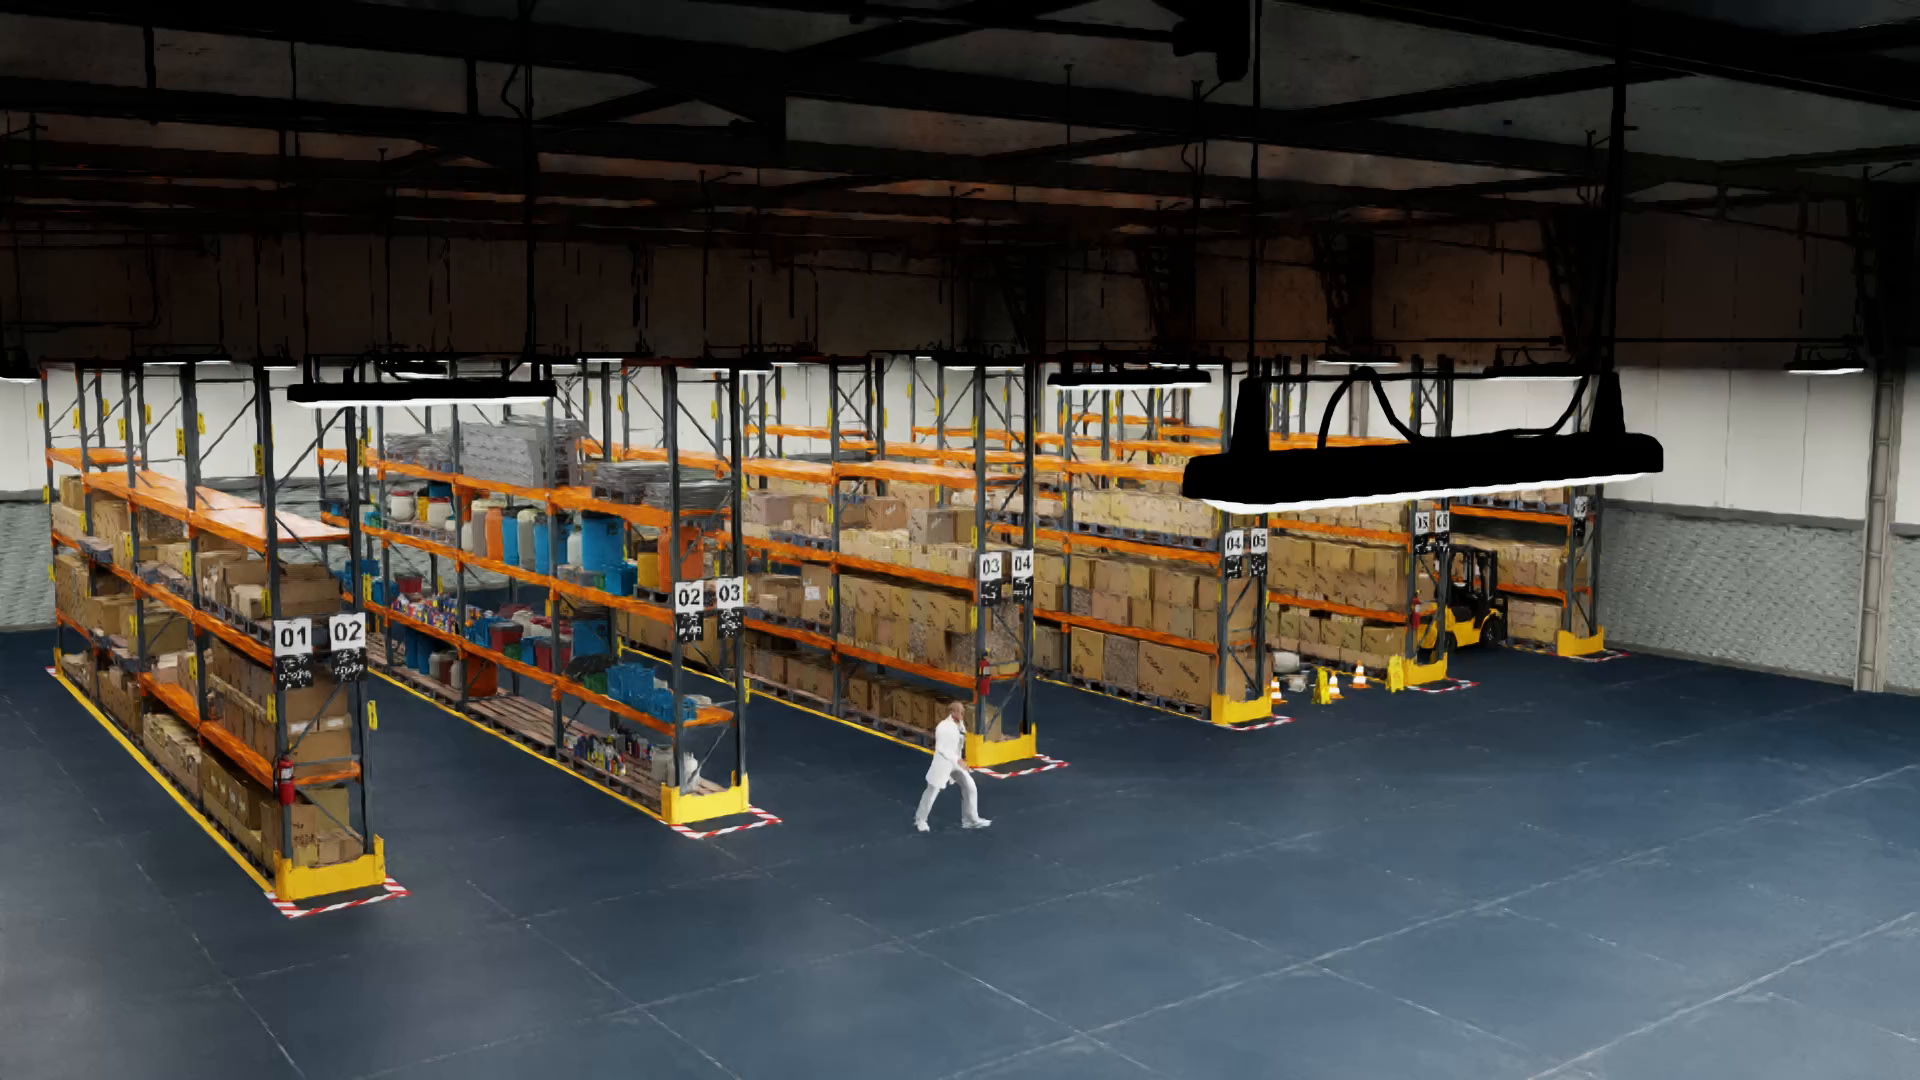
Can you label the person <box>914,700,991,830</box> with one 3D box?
[{"bbox_3d":[-0.156,2.896,21.501,0.896,1.715,0.735,5,9,37],"label":"person"}]
